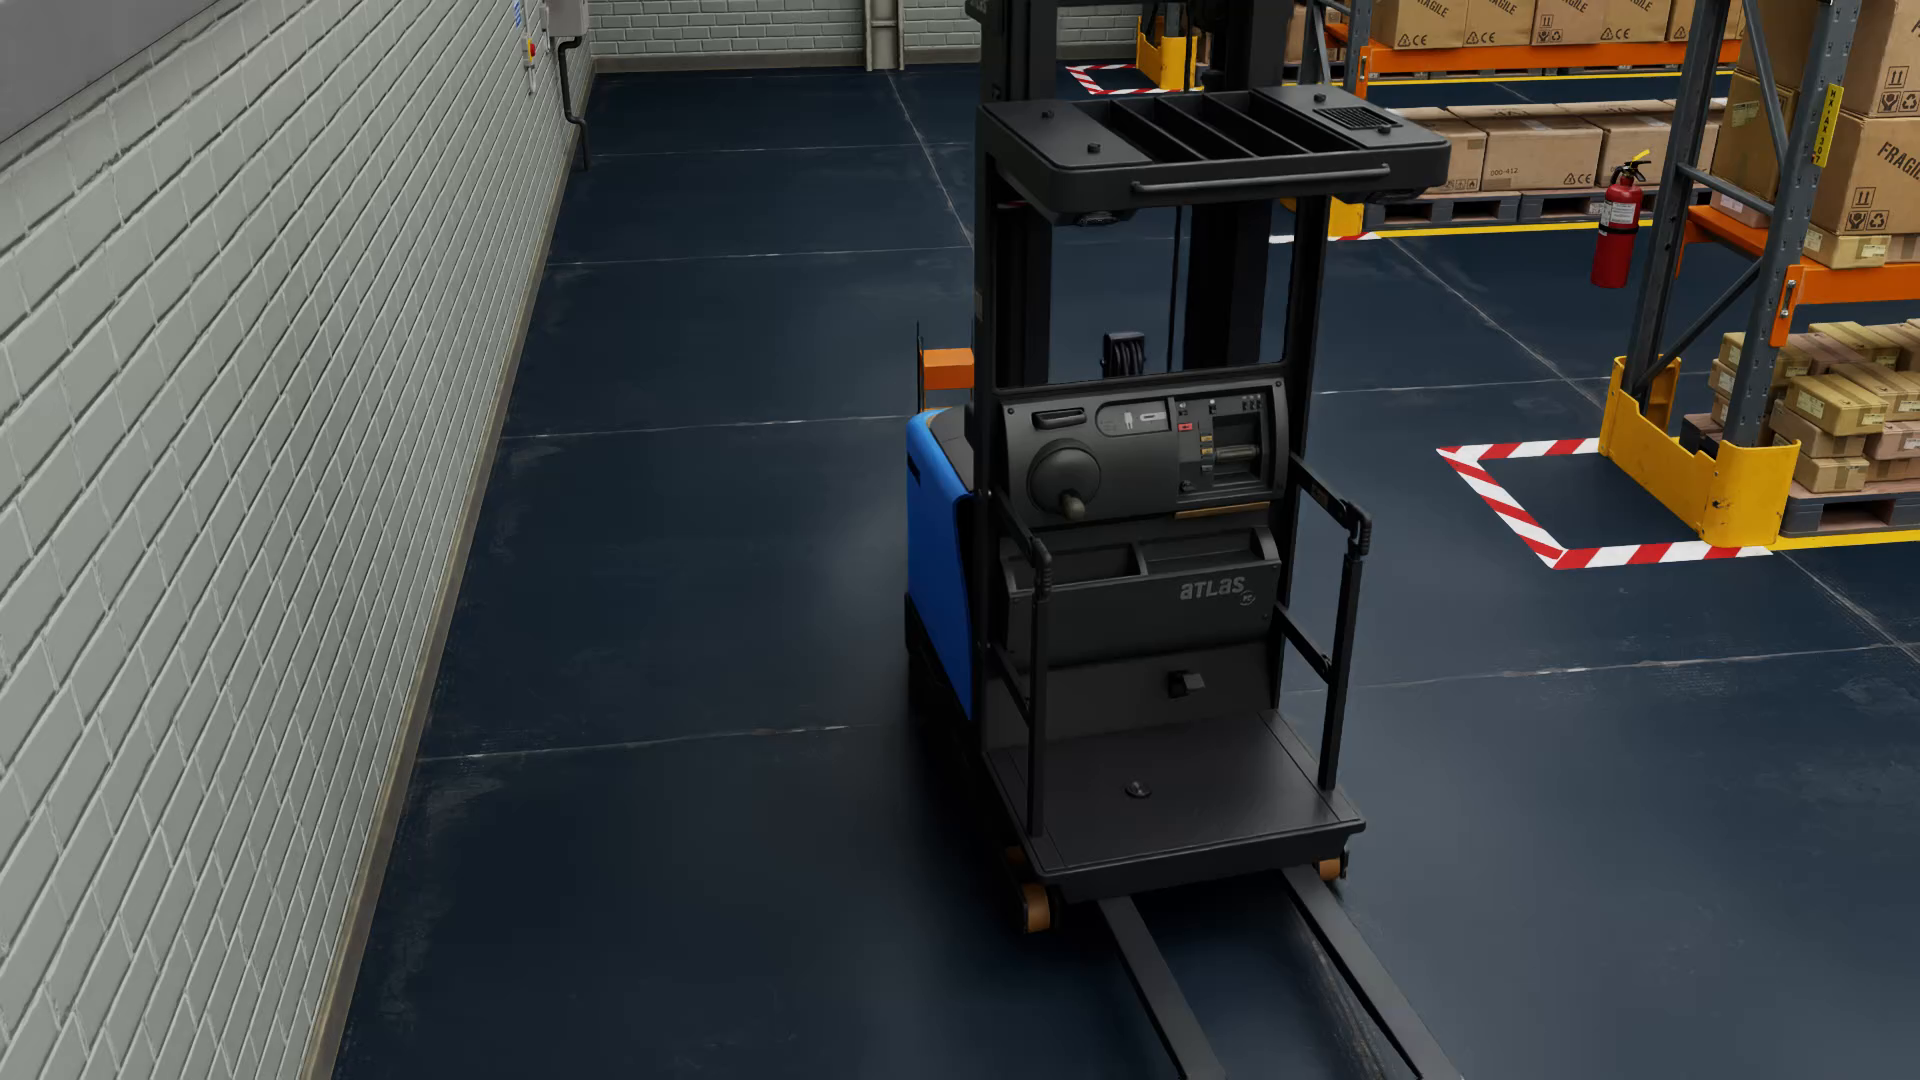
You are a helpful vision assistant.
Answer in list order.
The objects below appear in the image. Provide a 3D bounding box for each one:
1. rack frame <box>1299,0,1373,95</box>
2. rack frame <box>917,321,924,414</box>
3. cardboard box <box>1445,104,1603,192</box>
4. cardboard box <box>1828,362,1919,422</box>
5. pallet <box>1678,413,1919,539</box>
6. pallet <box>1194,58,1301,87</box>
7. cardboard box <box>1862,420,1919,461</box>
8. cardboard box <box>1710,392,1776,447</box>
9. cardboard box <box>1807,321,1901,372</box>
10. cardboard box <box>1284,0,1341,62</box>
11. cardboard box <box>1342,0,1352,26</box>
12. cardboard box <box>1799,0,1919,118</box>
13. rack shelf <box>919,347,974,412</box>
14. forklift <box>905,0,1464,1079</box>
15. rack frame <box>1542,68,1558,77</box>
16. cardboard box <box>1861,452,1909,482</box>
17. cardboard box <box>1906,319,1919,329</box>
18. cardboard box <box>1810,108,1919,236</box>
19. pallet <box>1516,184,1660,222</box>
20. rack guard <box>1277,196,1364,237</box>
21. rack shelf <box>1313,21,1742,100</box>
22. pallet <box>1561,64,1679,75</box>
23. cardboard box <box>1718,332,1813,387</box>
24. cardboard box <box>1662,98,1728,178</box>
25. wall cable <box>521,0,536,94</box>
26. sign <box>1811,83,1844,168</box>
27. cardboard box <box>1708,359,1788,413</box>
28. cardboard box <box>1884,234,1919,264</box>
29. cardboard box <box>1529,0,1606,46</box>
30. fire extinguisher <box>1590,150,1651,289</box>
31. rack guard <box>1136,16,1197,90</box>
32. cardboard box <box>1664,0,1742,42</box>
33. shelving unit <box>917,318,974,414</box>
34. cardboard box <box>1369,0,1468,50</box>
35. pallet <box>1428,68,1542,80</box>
[{"bbox_3d":[2.697,-3.795,11.860,0.127,3.000,1.000,-4,27,-7],"label":"rack frame"},{"bbox_3d":[-0.174,-0.456,7.489,0.008,1.050,0.200,-4,27,-7],"label":"rack frame"},{"bbox_3d":[4.242,-2.991,12.640,0.875,0.438,0.875,-3,27,-6],"label":"cardboard box"},{"bbox_3d":[4.309,-0.698,7.836,0.250,0.149,0.380,-3,27,-6],"label":"cardboard box"},{"bbox_3d":[4.372,-0.363,8.227,1.213,0.211,1.003,-4,27,-7],"label":"pallet"},{"bbox_3d":[2.866,-4.854,16.978,1.213,0.211,1.003,-4,27,-7],"label":"pallet"},{"bbox_3d":[4.320,-0.523,7.821,0.250,0.149,0.380,-4,27,-7],"label":"cardboard box"},{"bbox_3d":[3.979,-0.610,8.315,0.250,0.149,0.380,-3,27,-6],"label":"cardboard box"},{"bbox_3d":[4.471,-0.959,8.344,0.250,0.149,0.380,-4,27,-8],"label":"cardboard box"},{"bbox_3d":[3.473,-5.146,16.771,0.500,0.500,0.700,-3,27,-5],"label":"cardboard box"},{"bbox_3d":[3.138,-3.990,12.130,0.500,0.500,0.500,-4,27,-7],"label":"cardboard box"},{"bbox_3d":[3.968,-2.094,7.014,0.500,0.500,0.500,-4,27,-7],"label":"cardboard box"},{"bbox_3d":[-0.053,-0.707,7.379,0.240,0.259,0.215,-4,27,-7],"label":"rack shelf"},{"bbox_3d":[0.644,-0.246,5.019,1.130,2.935,3.031,-7,28,-13],"label":"forklift"},{"bbox_3d":[5.963,-6.293,16.728,0.127,3.000,1.000,-4,27,-7],"label":"rack frame"},{"bbox_3d":[4.298,-0.424,7.954,0.250,0.149,0.380,-4,27,-7],"label":"cardboard box"},{"bbox_3d":[4.995,-0.989,8.403,0.250,0.149,0.380,-3,27,-5],"label":"cardboard box"},{"bbox_3d":[3.970,-1.644,7.233,0.500,0.500,0.500,-2,27,-5],"label":"cardboard box"},{"bbox_3d":[4.683,-2.716,12.813,1.213,0.211,1.003,-4,27,-7],"label":"pallet"},{"bbox_3d":[2.673,-2.681,12.428,0.348,0.500,1.175,-4,27,-7],"label":"rack guard"},{"bbox_3d":[4.678,-3.602,12.272,4.000,0.370,1.077,-4,27,-7],"label":"rack shelf"},{"bbox_3d":[6.763,-5.121,17.499,1.213,0.211,1.003,-4,27,-7],"label":"pallet"},{"bbox_3d":[3.976,-0.895,8.219,0.250,0.149,0.380,-3,27,-7],"label":"cardboard box"},{"bbox_3d":[6.021,-3.105,12.862,0.875,0.438,0.875,-4,27,-8],"label":"cardboard box"},{"bbox_3d":[-2.883,-3.892,10.901,0.123,1.953,0.585,-4,27,-7],"label":"wall cable"},{"bbox_3d":[3.563,-1.703,6.836,0.005,0.325,0.100,-4,27,-7],"label":"sign"},{"bbox_3d":[3.970,-0.777,8.315,0.250,0.149,0.380,-4,27,-8],"label":"cardboard box"},{"bbox_3d":[4.100,-1.359,7.388,0.250,0.149,0.380,-3,27,-5],"label":"cardboard box"},{"bbox_3d":[4.216,-3.809,11.778,0.500,0.500,0.500,-4,27,-7],"label":"cardboard box"},{"bbox_3d":[3.173,-1.556,7.989,0.183,0.674,0.296,-4,27,-7],"label":"fire extinguisher"},{"bbox_3d":[2.077,-4.931,16.813,0.348,0.500,1.175,-4,27,-7],"label":"rack guard"},{"bbox_3d":[5.230,-3.875,11.906,0.500,0.500,0.500,-4,27,-8],"label":"cardboard box"},{"bbox_3d":[-0.053,-0.464,7.504,0.252,1.050,0.215,-4,27,-7],"label":"shelving unit"},{"bbox_3d":[3.212,-3.740,11.644,0.500,0.500,0.500,-4,27,-8],"label":"cardboard box"},{"bbox_3d":[5.283,-5.009,17.281,1.213,0.211,1.003,-4,27,-7],"label":"pallet"}]
